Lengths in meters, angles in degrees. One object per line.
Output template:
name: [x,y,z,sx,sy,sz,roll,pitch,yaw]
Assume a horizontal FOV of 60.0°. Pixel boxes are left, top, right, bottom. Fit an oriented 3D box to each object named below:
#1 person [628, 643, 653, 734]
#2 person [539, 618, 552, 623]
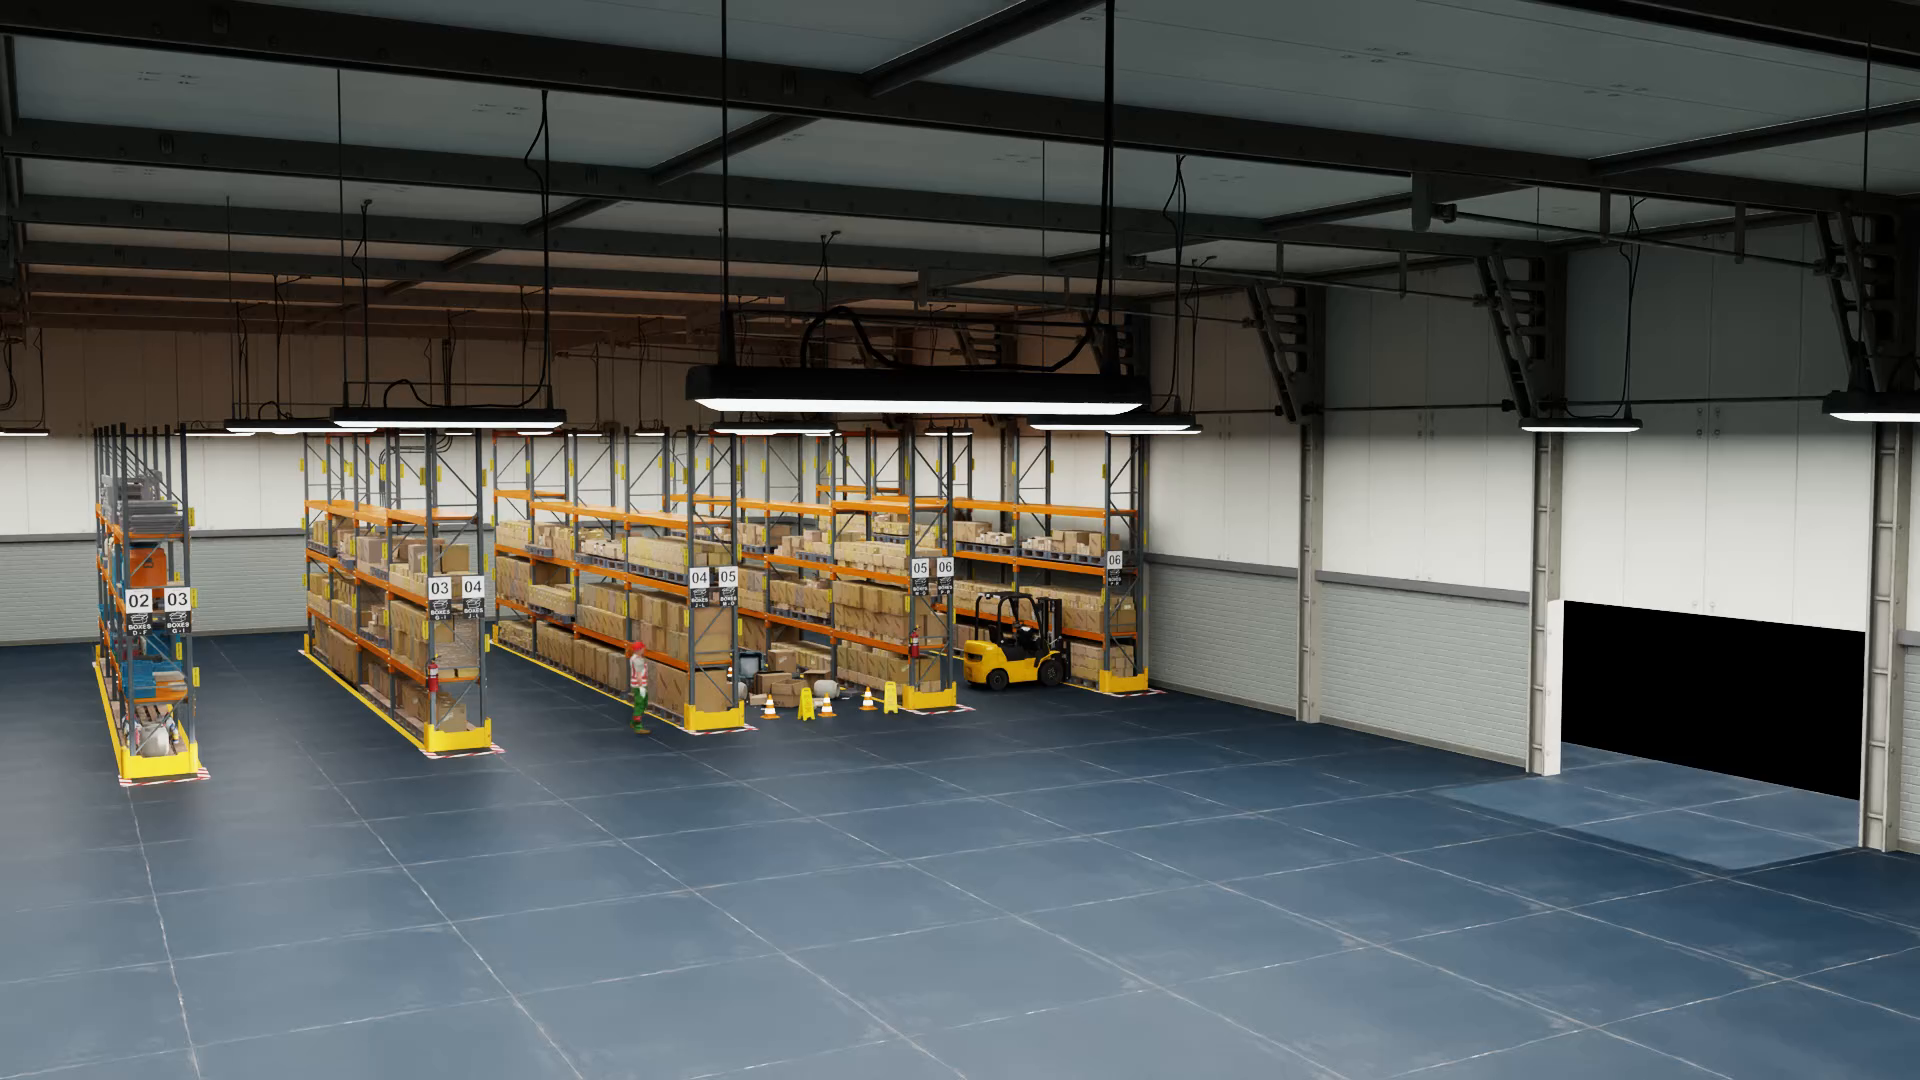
person: [-6.237,2.884,32.358,0.551,1.789,0.671,0,3,-1]
person: [-12.269,1.886,49.282,0.661,1.783,0.485,-1,4,-17]
